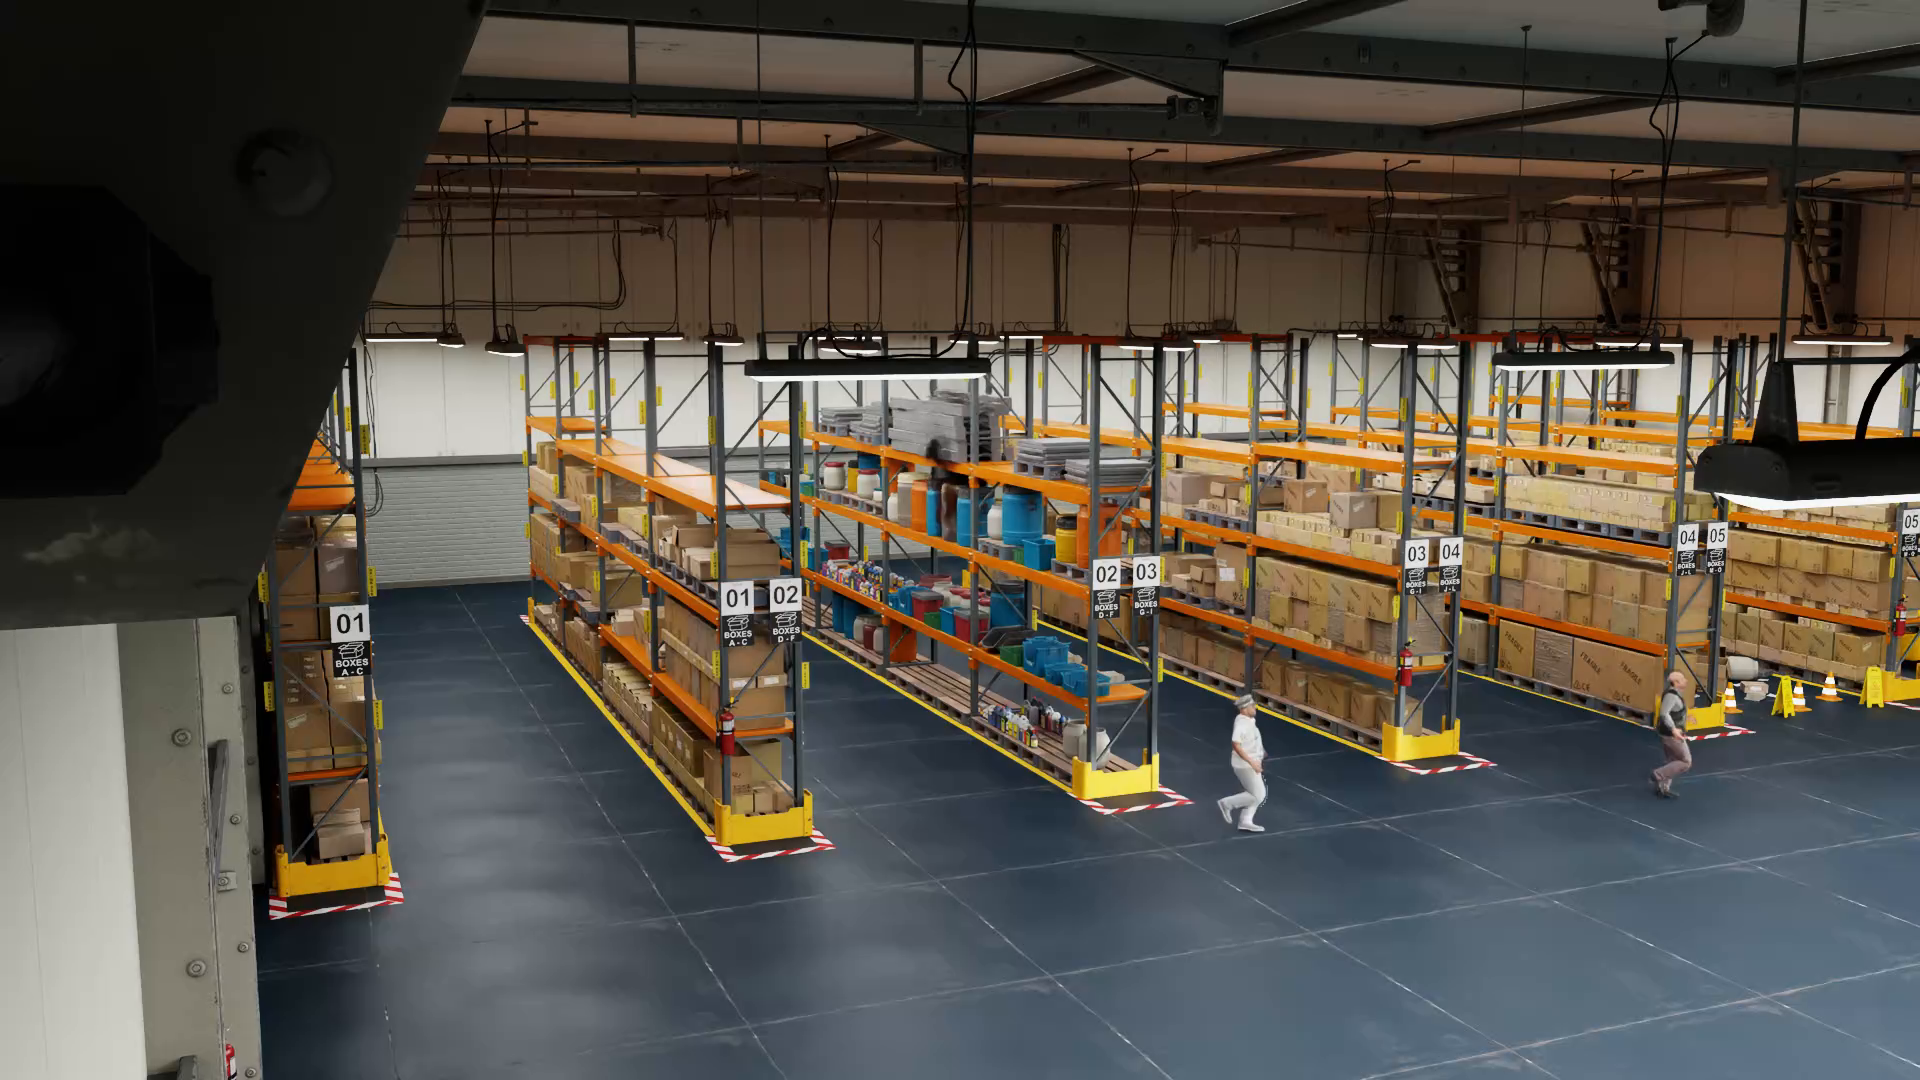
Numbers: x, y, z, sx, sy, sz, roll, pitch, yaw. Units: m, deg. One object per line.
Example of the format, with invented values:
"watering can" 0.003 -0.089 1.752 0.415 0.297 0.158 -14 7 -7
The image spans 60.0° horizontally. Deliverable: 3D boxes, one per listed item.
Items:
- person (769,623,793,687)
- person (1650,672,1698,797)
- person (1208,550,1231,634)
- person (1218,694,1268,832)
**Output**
"person" -3.009 1.729 28.679 0.576 1.611 0.560 -5 9 -32
"person" 9.476 2.577 22.054 0.605 1.692 0.650 2 8 15
"person" 5.061 1.081 32.922 0.690 1.832 0.892 -4 9 -28
"person" 3.502 2.752 20.564 0.606 1.742 0.675 1 8 9
